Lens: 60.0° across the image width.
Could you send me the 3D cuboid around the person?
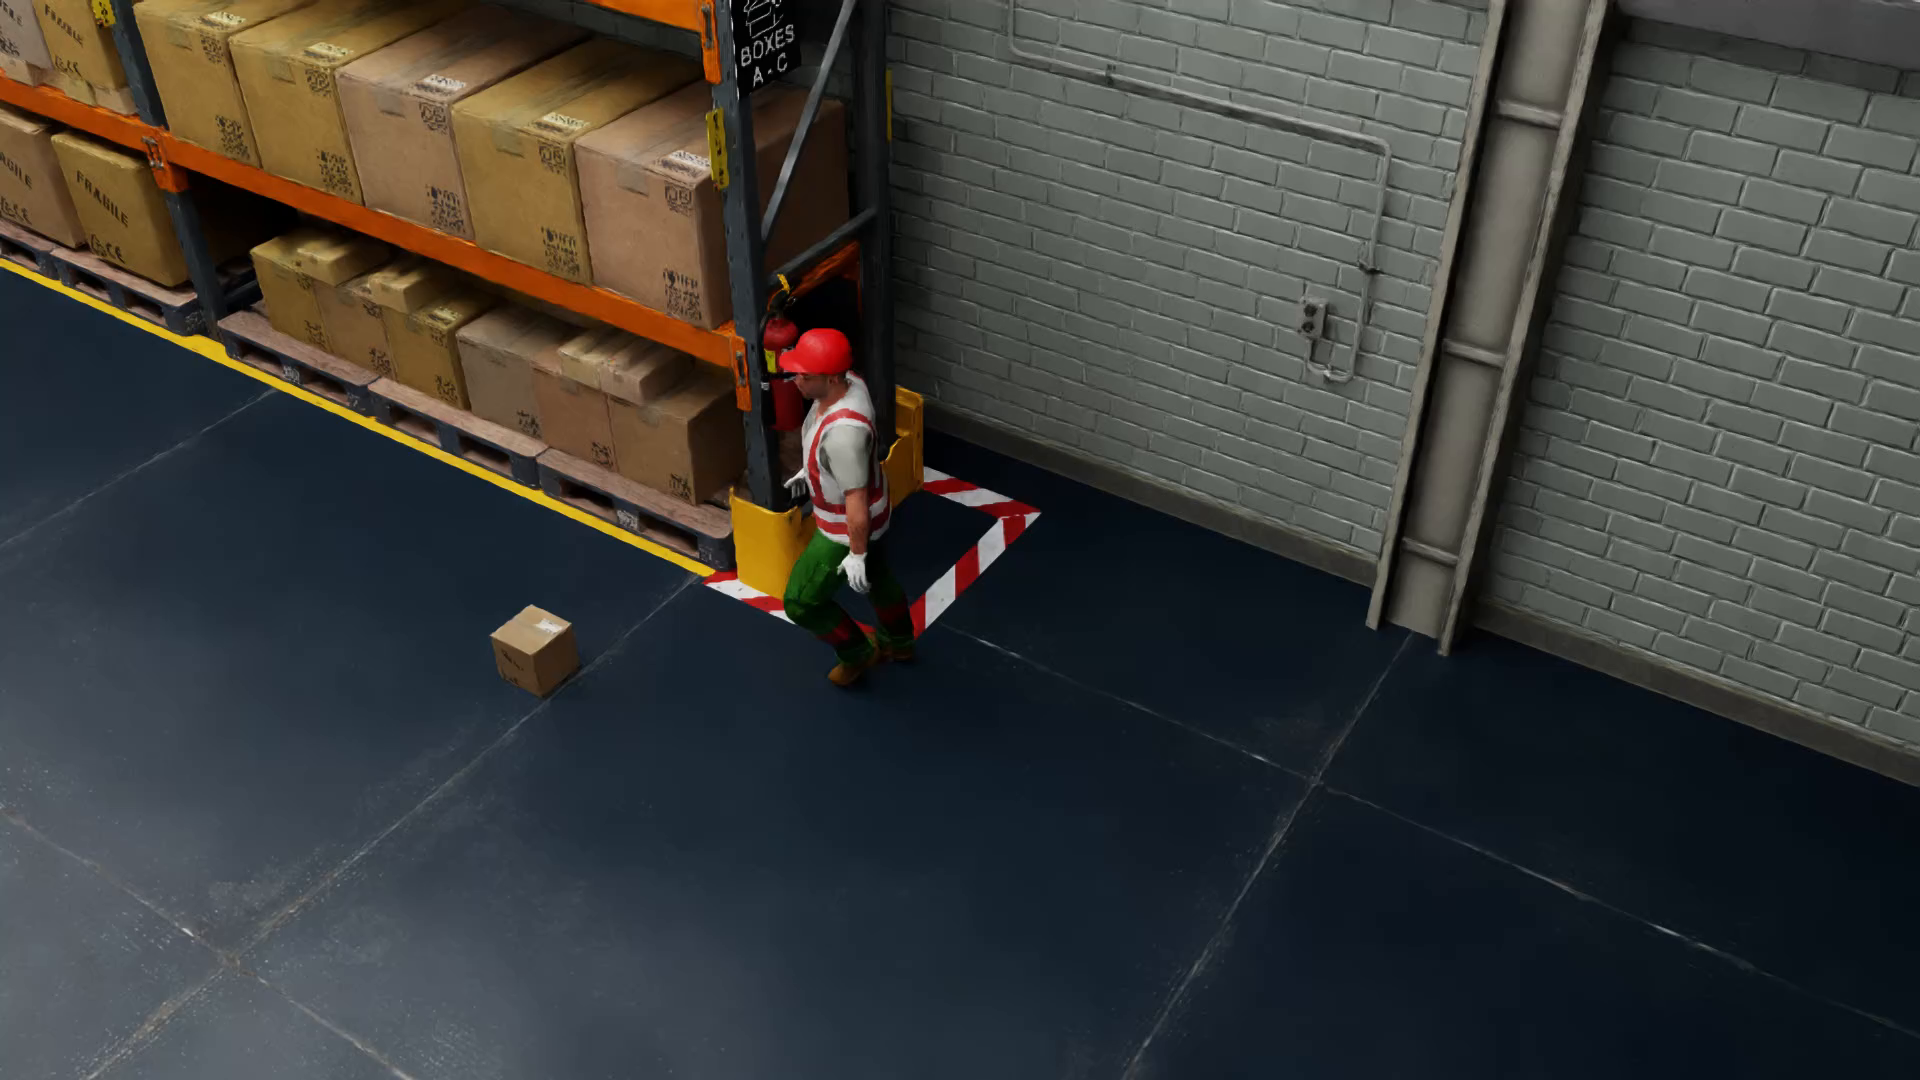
[{"bbox_3d":[-0.464,-0.086,6.761,0.538,1.795,0.711,-1,38,-2],"label":"person"}]
